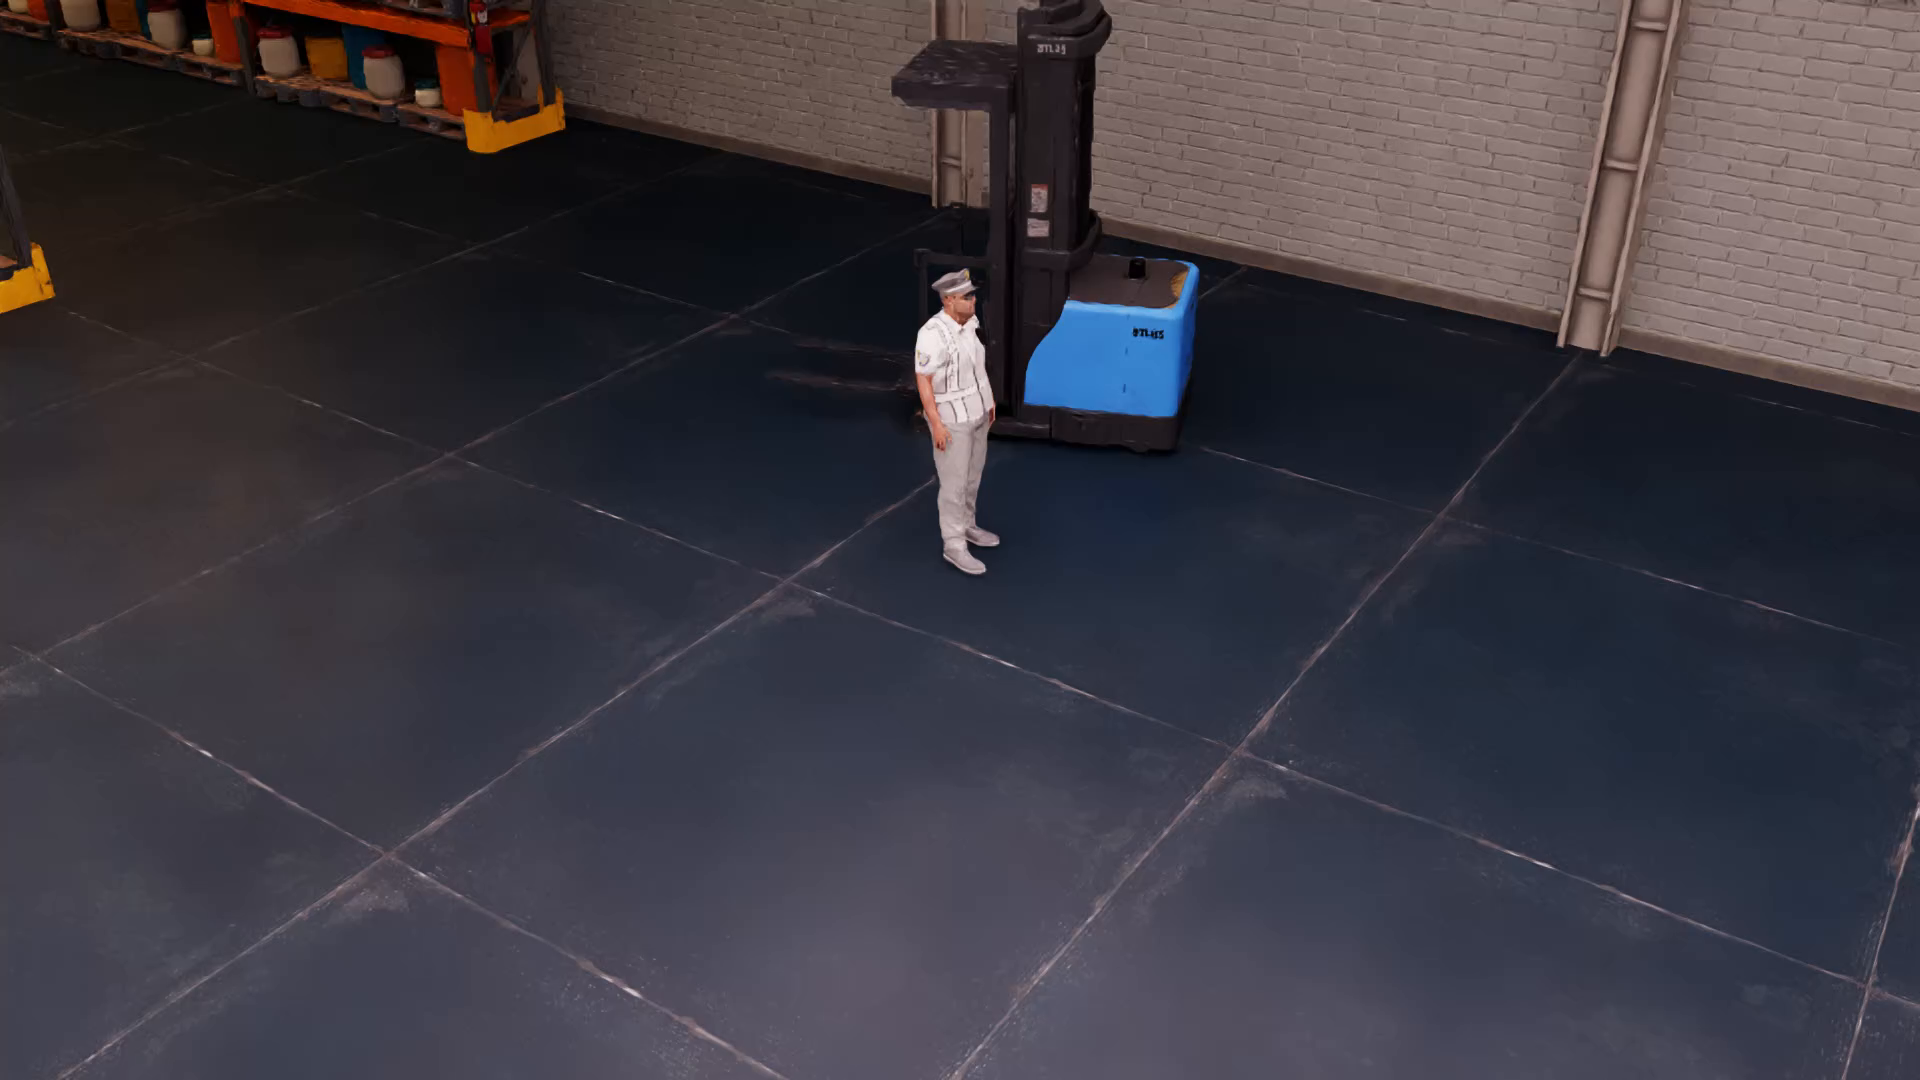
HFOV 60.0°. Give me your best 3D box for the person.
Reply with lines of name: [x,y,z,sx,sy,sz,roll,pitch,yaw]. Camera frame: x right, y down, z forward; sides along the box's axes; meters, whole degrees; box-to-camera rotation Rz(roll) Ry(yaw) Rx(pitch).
person: [0.058,-0.751,10.002,0.575,1.781,0.640,19,35,29]

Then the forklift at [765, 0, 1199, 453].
forklift: [0.128,-2.253,11.461,3.031,2.935,1.130,7,31,12]
